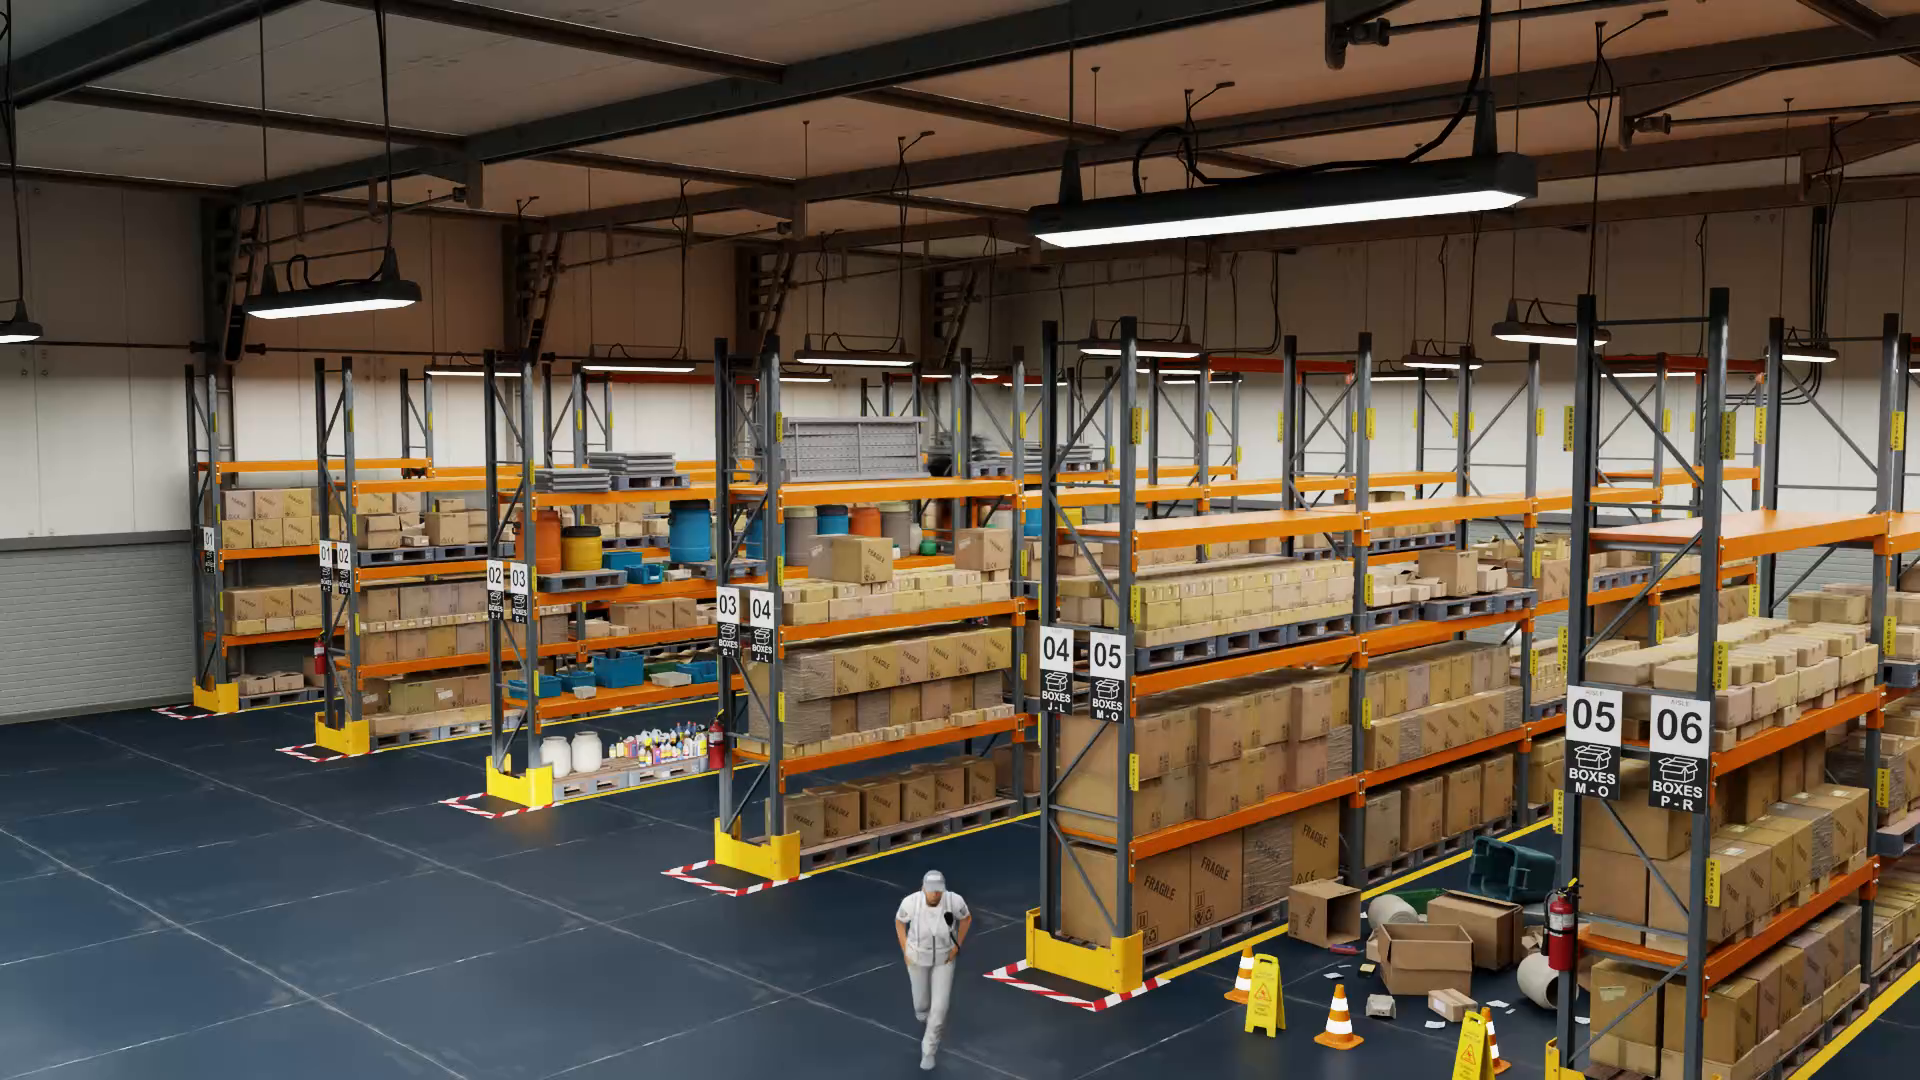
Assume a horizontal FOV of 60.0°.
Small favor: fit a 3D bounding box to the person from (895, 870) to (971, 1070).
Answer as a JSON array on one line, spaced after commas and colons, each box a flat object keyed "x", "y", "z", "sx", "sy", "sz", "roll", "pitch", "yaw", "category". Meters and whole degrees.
[{"x": -0.219, "y": 3.375, "z": 13.364, "sx": 0.607, "sy": 1.621, "sz": 0.915, "roll": -1, "pitch": 4, "yaw": -8, "category": "person"}]

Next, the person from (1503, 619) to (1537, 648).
[{"x": 9.879, "y": 2.088, "z": 29.374, "sx": 0.616, "sy": 1.663, "sz": 0.851, "roll": 1, "pitch": 4, "yaw": 7, "category": "person"}]

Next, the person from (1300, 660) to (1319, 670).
[{"x": 5.032, "y": 2.472, "z": 23.810, "sx": 0.680, "sy": 1.844, "sz": 0.825, "roll": 4, "pitch": 6, "yaw": 40, "category": "person"}]
